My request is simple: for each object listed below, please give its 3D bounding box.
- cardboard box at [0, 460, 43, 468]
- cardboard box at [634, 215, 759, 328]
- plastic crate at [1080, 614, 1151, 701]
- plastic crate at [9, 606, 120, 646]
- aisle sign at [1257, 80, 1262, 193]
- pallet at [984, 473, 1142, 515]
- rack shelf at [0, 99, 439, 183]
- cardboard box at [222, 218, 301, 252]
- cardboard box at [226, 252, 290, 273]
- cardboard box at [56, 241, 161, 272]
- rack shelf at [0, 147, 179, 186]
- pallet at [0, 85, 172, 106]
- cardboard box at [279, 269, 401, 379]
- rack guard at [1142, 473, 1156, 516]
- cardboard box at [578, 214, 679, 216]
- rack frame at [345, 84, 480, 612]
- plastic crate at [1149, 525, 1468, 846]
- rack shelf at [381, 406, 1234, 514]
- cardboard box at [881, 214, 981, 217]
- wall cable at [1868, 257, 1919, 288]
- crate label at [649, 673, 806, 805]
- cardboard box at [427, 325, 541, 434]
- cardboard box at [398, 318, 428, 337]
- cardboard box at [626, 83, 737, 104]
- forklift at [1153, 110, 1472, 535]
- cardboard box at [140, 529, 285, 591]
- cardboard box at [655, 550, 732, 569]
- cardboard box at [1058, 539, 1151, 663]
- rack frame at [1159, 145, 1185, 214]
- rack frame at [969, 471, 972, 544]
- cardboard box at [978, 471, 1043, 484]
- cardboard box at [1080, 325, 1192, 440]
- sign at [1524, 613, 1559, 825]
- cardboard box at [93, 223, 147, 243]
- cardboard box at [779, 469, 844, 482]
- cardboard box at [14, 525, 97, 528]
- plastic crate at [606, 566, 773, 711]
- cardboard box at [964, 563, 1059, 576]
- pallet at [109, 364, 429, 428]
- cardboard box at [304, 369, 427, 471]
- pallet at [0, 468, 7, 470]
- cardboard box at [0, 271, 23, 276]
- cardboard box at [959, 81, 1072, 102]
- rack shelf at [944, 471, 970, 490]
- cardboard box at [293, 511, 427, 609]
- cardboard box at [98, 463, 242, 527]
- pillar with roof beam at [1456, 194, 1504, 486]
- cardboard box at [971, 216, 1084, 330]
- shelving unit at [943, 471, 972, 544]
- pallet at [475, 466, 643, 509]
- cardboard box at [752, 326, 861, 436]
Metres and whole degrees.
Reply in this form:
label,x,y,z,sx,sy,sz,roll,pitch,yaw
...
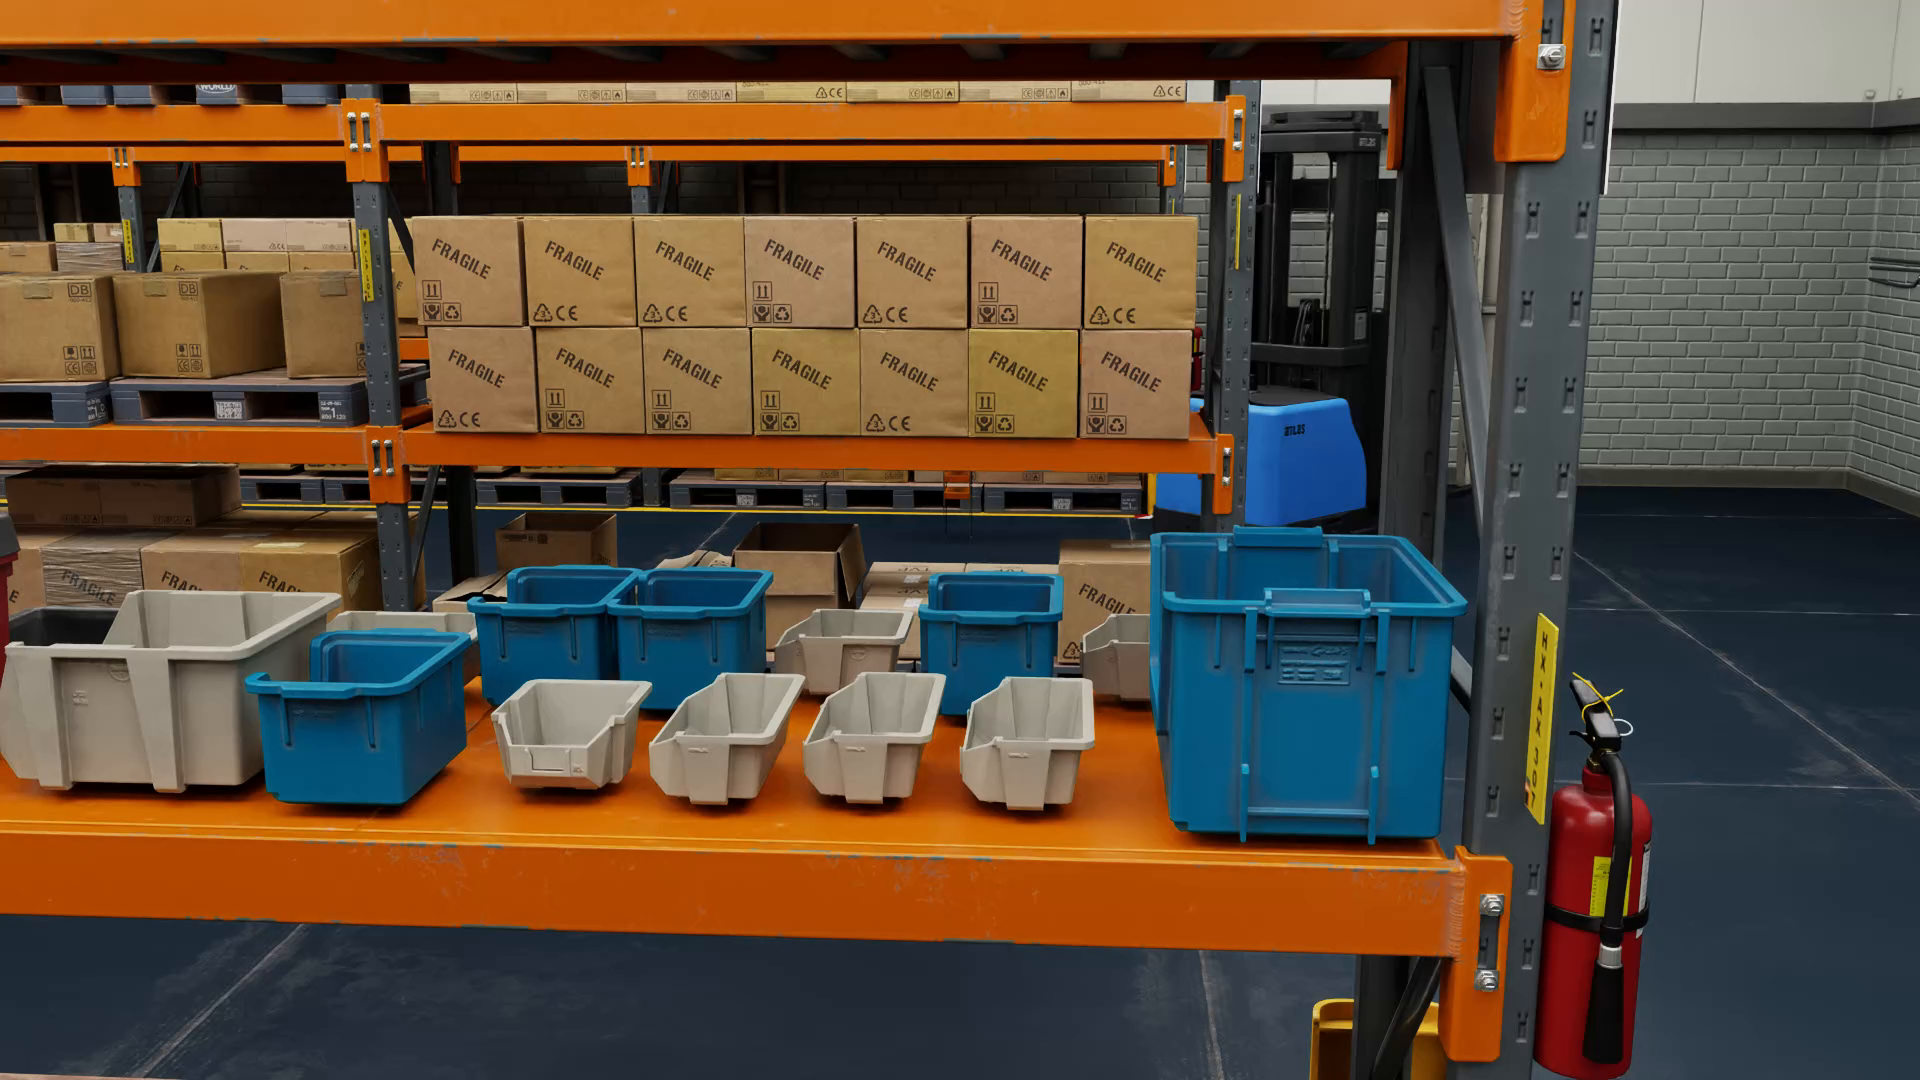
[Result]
label,x,y,z,sx,sy,sz,roll,pitch,yaw
cardboard box,-7.594,-0.901,13.779,0.500,0.500,0.700,1,12,4
cardboard box,-1.223,-1.273,7.840,0.500,0.500,0.500,0,12,2
plastic crate,0.415,0.262,3.687,0.298,0.136,0.250,1,12,4
plastic crate,-1.902,0.265,3.699,0.590,0.125,0.437,1,12,4
aisle sign,1.336,-1.967,7.494,0.004,0.787,0.394,1,12,4
pallet,0.813,-0.400,13.163,1.213,0.211,1.003,1,12,4
rack shelf,-4.698,-1.956,8.223,4.000,0.370,1.077,1,12,4
cardboard box,-5.394,-2.384,12.990,0.500,0.250,0.500,1,12,3
cardboard box,-5.377,-2.015,13.057,0.500,0.500,0.500,1,12,6
cardboard box,-6.836,-2.148,13.391,0.500,0.500,0.700,-1,12,-3
rack shelf,-8.362,-3.023,13.322,4.000,0.370,1.077,1,12,4
pallet,-4.383,-2.225,8.213,1.003,0.211,1.213,1,12,4
cardboard box,-3.160,-1.119,8.522,0.500,0.500,0.700,-3,12,-15
rack guard,1.640,-0.546,13.156,0.348,0.500,1.175,1,12,4
cardboard box,-1.669,-1.390,8.402,0.500,0.500,0.500,1,12,3
rack frame,-2.702,-0.812,8.325,0.127,3.000,1.000,1,12,4
plastic crate,0.607,0.241,3.056,0.499,0.435,0.616,1,12,4
rack shelf,-0.707,-0.433,8.268,4.000,0.370,1.077,1,12,4
cardboard box,-0.158,-1.369,8.302,0.500,0.500,0.500,1,12,5
wall cable,7.235,-3.036,11.887,0.112,2.526,3.097,1,12,4
crate label,-0.440,0.374,3.151,0.243,0.136,0.396,1,12,4
cardboard box,-2.212,-0.799,8.016,0.500,0.500,0.500,1,12,5
cardboard box,-4.260,-1.690,13.087,0.250,0.149,0.380,1,12,6
cardboard box,-1.236,-2.135,7.689,0.500,0.250,0.500,1,12,4
forklift,2.751,-1.493,11.747,3.031,2.935,1.130,-11,16,-41
cardboard box,-3.707,0.239,8.329,0.500,0.500,0.500,1,12,4
cardboard box,-1.367,0.249,8.746,0.500,0.311,0.500,1,12,4
cardboard box,0.730,0.293,8.070,0.500,0.500,0.500,1,12,4
rack frame,1.616,-1.770,12.902,0.127,3.000,1.000,1,12,4
rack frame,0.077,-0.586,11.640,0.006,1.200,0.240,1,12,4
cardboard box,0.412,-0.748,13.096,0.500,0.500,0.700,1,12,4
cardboard box,0.824,-0.757,7.817,0.500,0.500,0.500,1,12,5
sign,0.933,0.287,2.671,0.005,0.325,0.100,1,12,4
cardboard box,-6.712,-2.459,13.297,0.250,0.149,0.380,-1,12,-4
cardboard box,-1.135,-0.768,13.191,0.500,0.500,0.700,1,12,3
cardboard box,-4.704,0.119,8.903,0.500,0.500,0.500,0,12,2
plastic crate,-0.584,0.218,3.661,0.300,0.233,0.416,1,12,4
cardboard box,0.266,0.301,8.646,0.500,0.250,0.500,1,12,4
pallet,-3.493,-0.752,8.504,1.213,0.211,1.003,1,12,4
cardboard box,-4.768,-0.982,13.362,0.750,0.750,0.750,1,12,3
pallet,-8.360,-0.542,13.846,1.213,0.211,1.003,1,12,4
cardboard box,-5.158,-1.084,8.356,0.500,0.500,0.700,3,12,14
cardboard box,0.260,-2.115,7.591,0.500,0.250,0.500,1,12,4
rack shelf,-0.014,-0.427,11.680,0.180,0.103,0.258,1,12,4
cardboard box,-3.169,0.139,8.806,0.500,0.500,0.500,0,12,1
cardboard box,-4.167,-0.241,8.794,0.500,0.250,0.500,1,12,4
pillar with roof beam,4.080,-3.966,8.751,0.400,9.000,9.100,1,12,4
cardboard box,0.322,-1.253,7.744,0.500,0.500,0.500,1,12,5
shelving unit,-0.014,-0.587,11.646,0.189,1.200,0.258,1,12,4
pallet,-3.150,-0.455,13.426,1.213,0.211,1.003,1,12,4
cardboard box,-0.695,-0.778,7.919,0.500,0.500,0.500,1,12,3
